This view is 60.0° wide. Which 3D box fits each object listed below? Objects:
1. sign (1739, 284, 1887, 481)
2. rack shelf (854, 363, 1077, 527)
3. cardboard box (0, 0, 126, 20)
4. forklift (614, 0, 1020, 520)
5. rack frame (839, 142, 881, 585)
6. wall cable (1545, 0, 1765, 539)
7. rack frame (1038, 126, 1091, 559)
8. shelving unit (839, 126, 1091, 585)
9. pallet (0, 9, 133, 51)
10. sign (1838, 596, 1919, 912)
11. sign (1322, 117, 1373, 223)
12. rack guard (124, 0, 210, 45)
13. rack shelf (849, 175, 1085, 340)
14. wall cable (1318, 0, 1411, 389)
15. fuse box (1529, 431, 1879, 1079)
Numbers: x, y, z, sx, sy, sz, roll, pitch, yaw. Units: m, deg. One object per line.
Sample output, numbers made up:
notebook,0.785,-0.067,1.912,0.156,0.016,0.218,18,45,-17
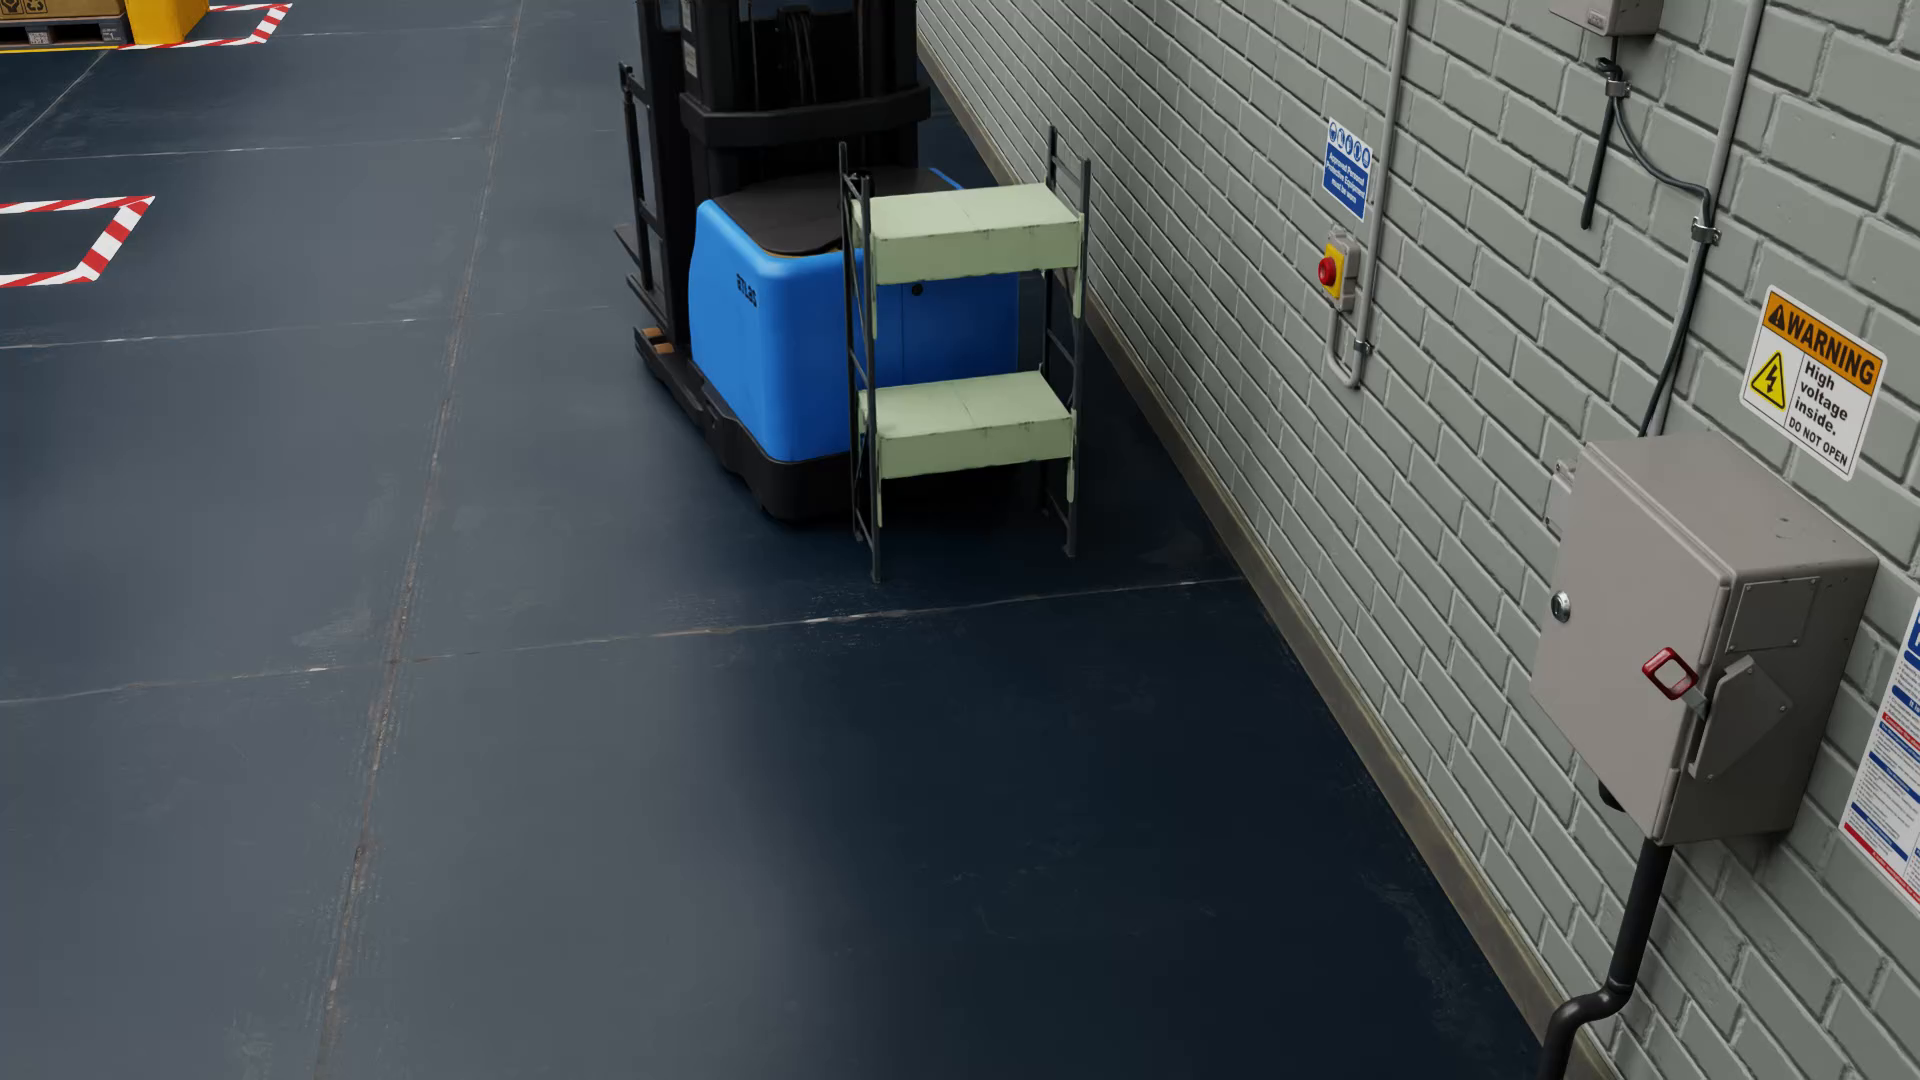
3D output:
sign,1.510,-0.284,2.959,0.001,0.242,0.339,-5,31,-9
rack shelf,0.010,-0.350,6.009,0.720,0.370,0.431,-8,31,-13
cardboard box,-6.861,-4.524,12.666,0.875,0.875,0.875,-5,31,-9
forklift,-0.839,-2.066,6.872,1.130,2.935,3.031,-13,33,-21
rack frame,-0.345,-0.584,5.764,0.023,1.500,0.400,-8,31,-13
wall cable,1.348,-0.674,3.435,0.122,1.984,0.588,-5,31,-9
rack frame,0.364,-0.678,5.923,0.023,1.500,0.400,-8,31,-13
shelving unit,0.010,-0.631,5.843,0.755,1.500,0.431,-8,31,-13
pallet,-7.019,-4.043,12.917,1.213,0.211,1.003,-5,31,-9
sign,1.609,0.387,2.727,0.001,0.494,0.329,-5,31,-9
sign,1.133,-1.088,4.875,0.001,0.218,0.327,-5,31,-9
rack guard,-6.223,-4.281,13.038,0.348,0.500,1.175,-5,31,-9
rack shelf,0.010,-0.967,5.645,0.720,0.370,0.431,-8,31,-13
wall cable,1.081,-1.394,4.628,0.123,1.953,0.585,-5,31,-9
fuse box,1.316,0.674,3.416,0.414,1.711,0.539,-5,31,-9
